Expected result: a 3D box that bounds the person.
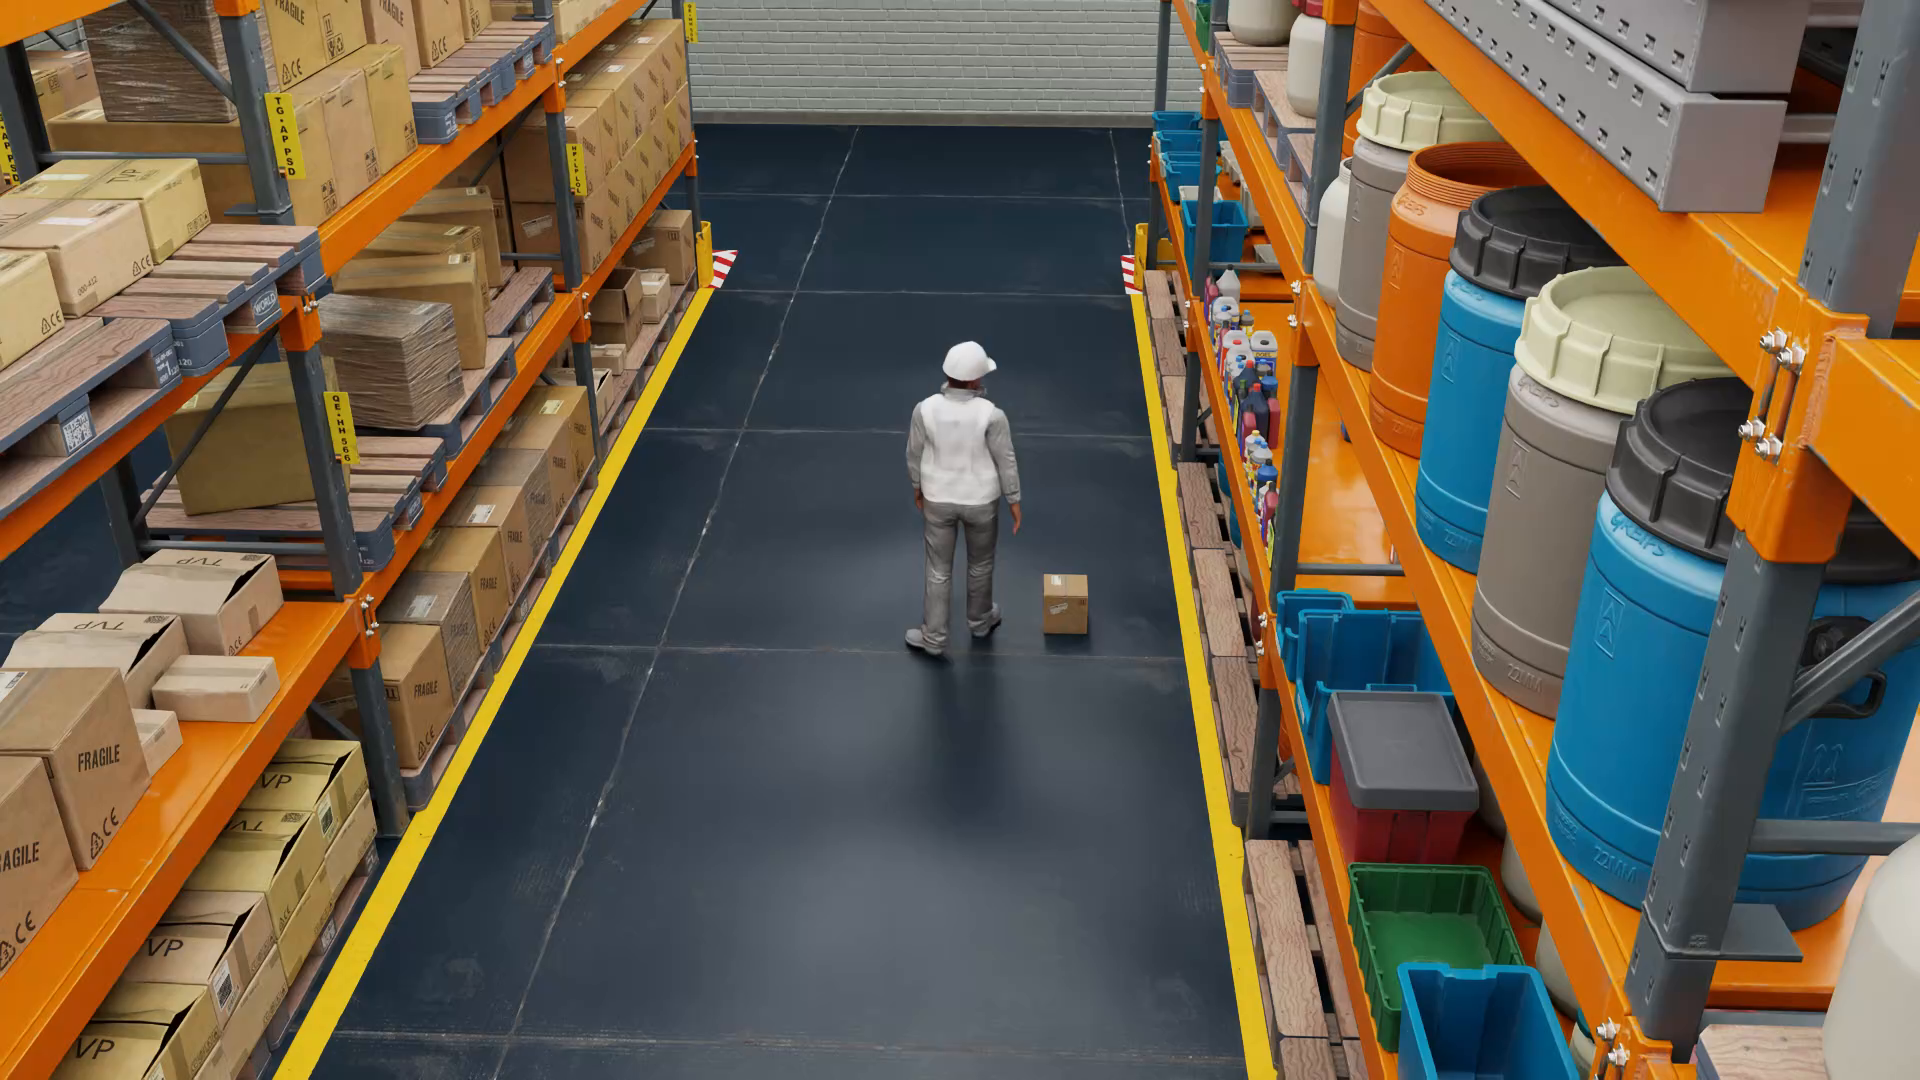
[{"bbox_3d":[0.025,-0.237,9.013,0.639,1.775,0.583,4,28,8],"label":"person"}]
